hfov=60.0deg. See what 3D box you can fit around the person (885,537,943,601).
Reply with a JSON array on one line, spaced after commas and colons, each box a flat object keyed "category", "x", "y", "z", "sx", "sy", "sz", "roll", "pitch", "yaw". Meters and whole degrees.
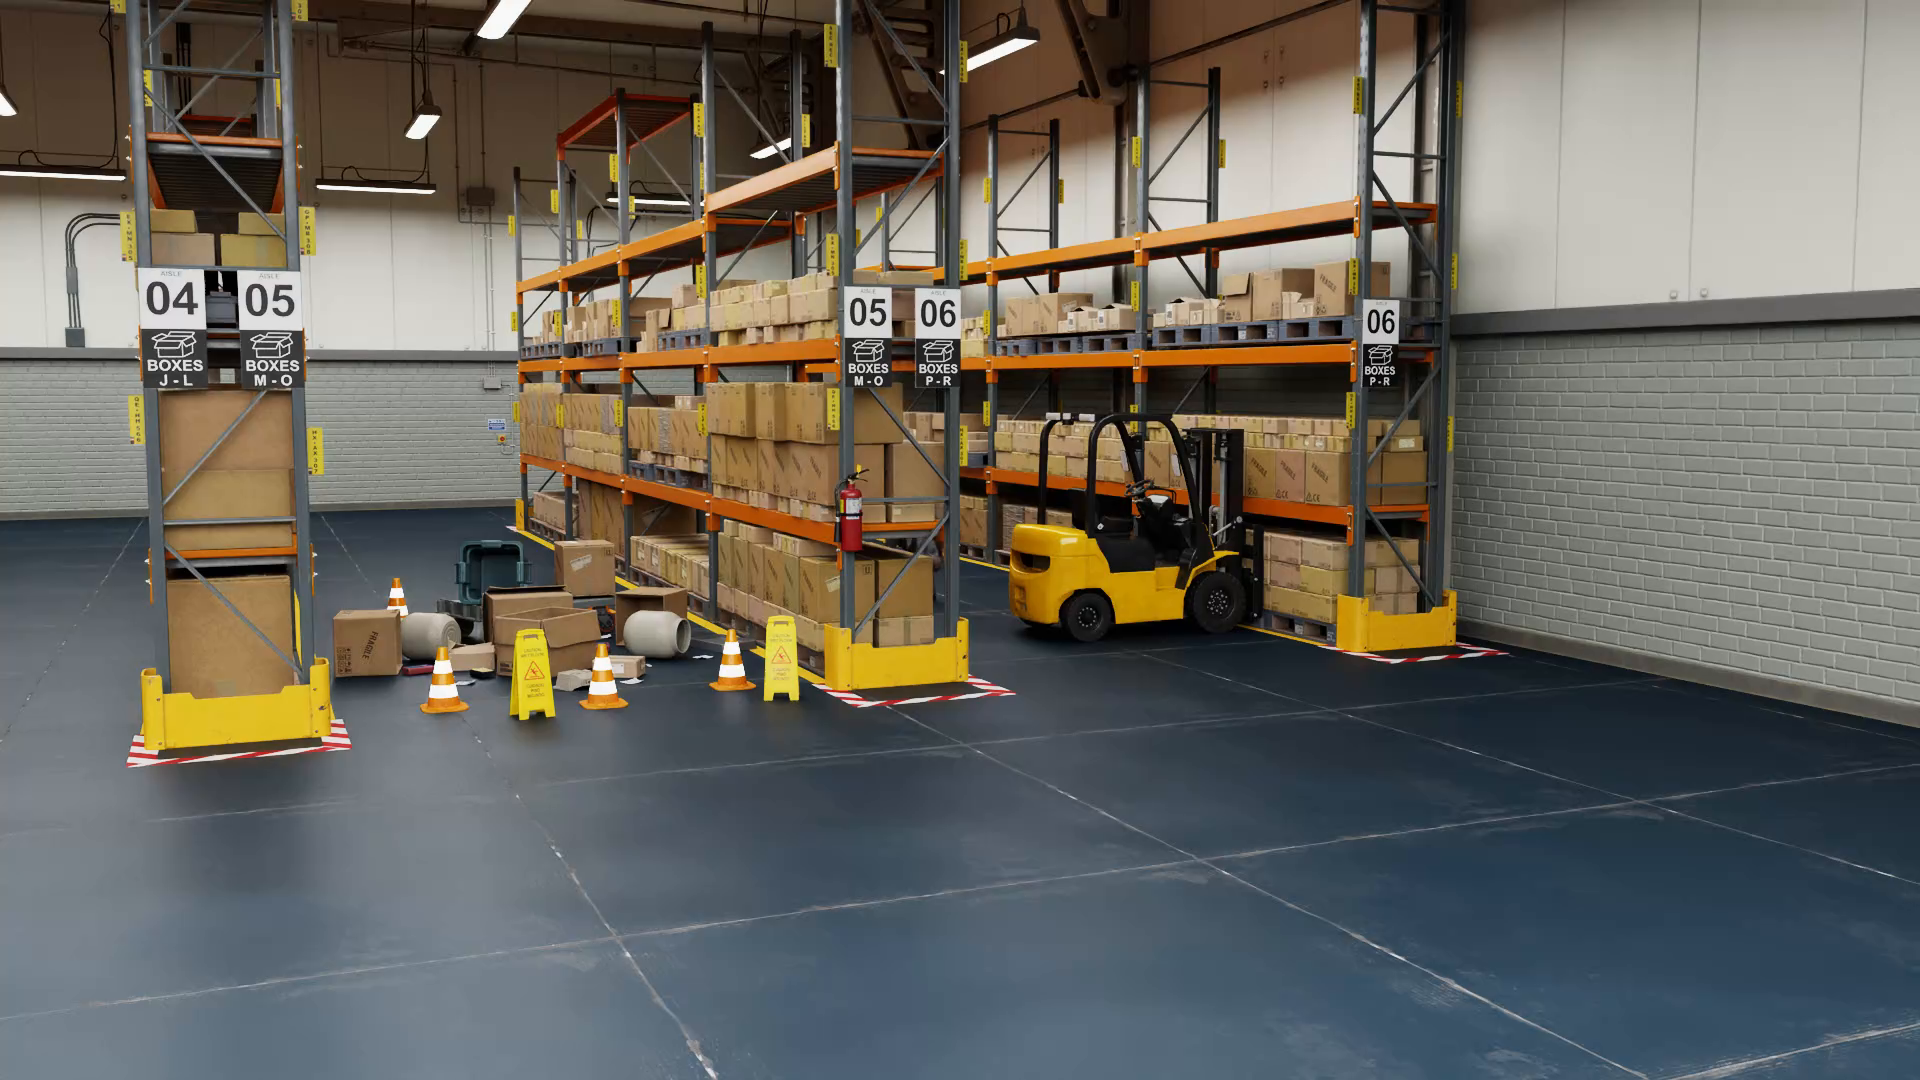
[{"category": "person", "x": -0.547, "y": 0.188, "z": 18.914, "sx": 0.538, "sy": 0.977, "sz": 0.867, "roll": -2, "pitch": 6, "yaw": -24}]
